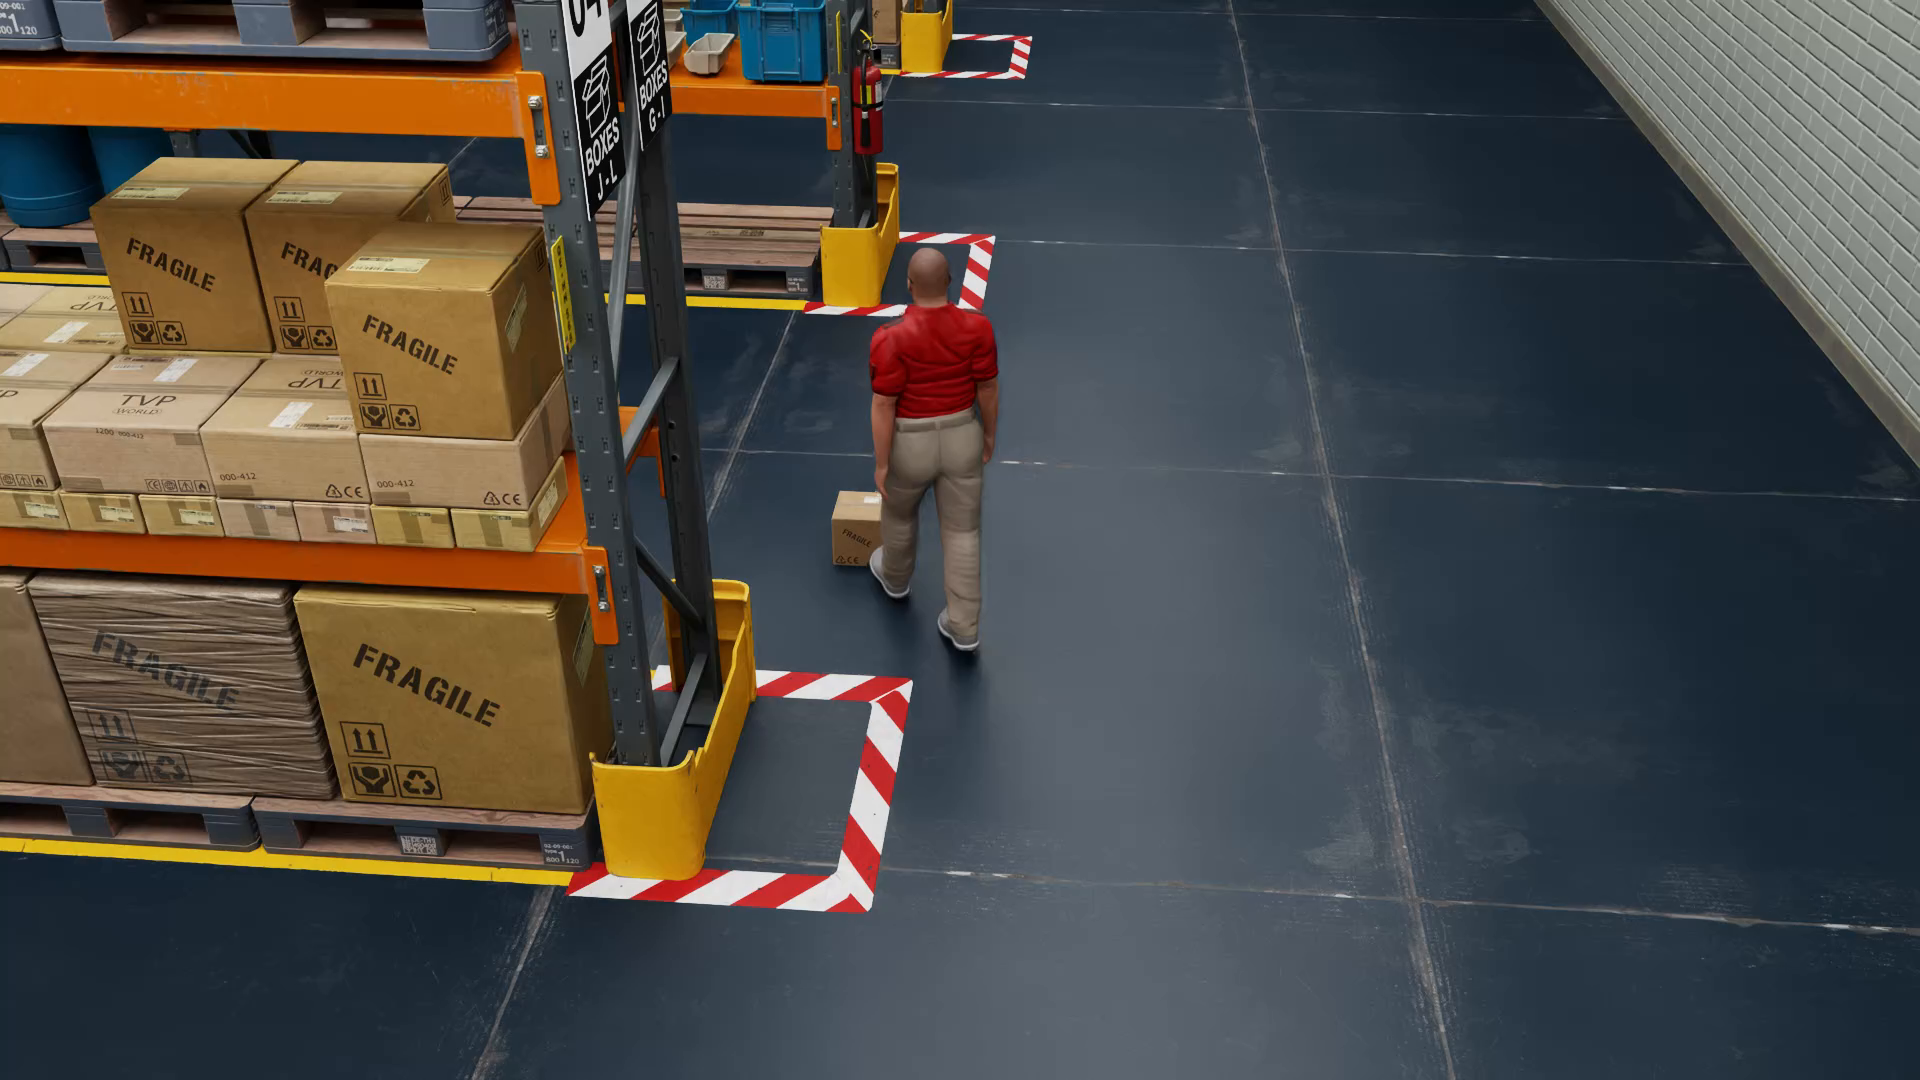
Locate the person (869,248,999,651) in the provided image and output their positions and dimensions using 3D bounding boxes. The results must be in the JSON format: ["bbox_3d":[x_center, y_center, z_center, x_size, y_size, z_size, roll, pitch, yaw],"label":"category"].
[{"bbox_3d":[-0.123,-0.428,6.834,0.544,1.701,0.837,-7,32,-11],"label":"person"}]
